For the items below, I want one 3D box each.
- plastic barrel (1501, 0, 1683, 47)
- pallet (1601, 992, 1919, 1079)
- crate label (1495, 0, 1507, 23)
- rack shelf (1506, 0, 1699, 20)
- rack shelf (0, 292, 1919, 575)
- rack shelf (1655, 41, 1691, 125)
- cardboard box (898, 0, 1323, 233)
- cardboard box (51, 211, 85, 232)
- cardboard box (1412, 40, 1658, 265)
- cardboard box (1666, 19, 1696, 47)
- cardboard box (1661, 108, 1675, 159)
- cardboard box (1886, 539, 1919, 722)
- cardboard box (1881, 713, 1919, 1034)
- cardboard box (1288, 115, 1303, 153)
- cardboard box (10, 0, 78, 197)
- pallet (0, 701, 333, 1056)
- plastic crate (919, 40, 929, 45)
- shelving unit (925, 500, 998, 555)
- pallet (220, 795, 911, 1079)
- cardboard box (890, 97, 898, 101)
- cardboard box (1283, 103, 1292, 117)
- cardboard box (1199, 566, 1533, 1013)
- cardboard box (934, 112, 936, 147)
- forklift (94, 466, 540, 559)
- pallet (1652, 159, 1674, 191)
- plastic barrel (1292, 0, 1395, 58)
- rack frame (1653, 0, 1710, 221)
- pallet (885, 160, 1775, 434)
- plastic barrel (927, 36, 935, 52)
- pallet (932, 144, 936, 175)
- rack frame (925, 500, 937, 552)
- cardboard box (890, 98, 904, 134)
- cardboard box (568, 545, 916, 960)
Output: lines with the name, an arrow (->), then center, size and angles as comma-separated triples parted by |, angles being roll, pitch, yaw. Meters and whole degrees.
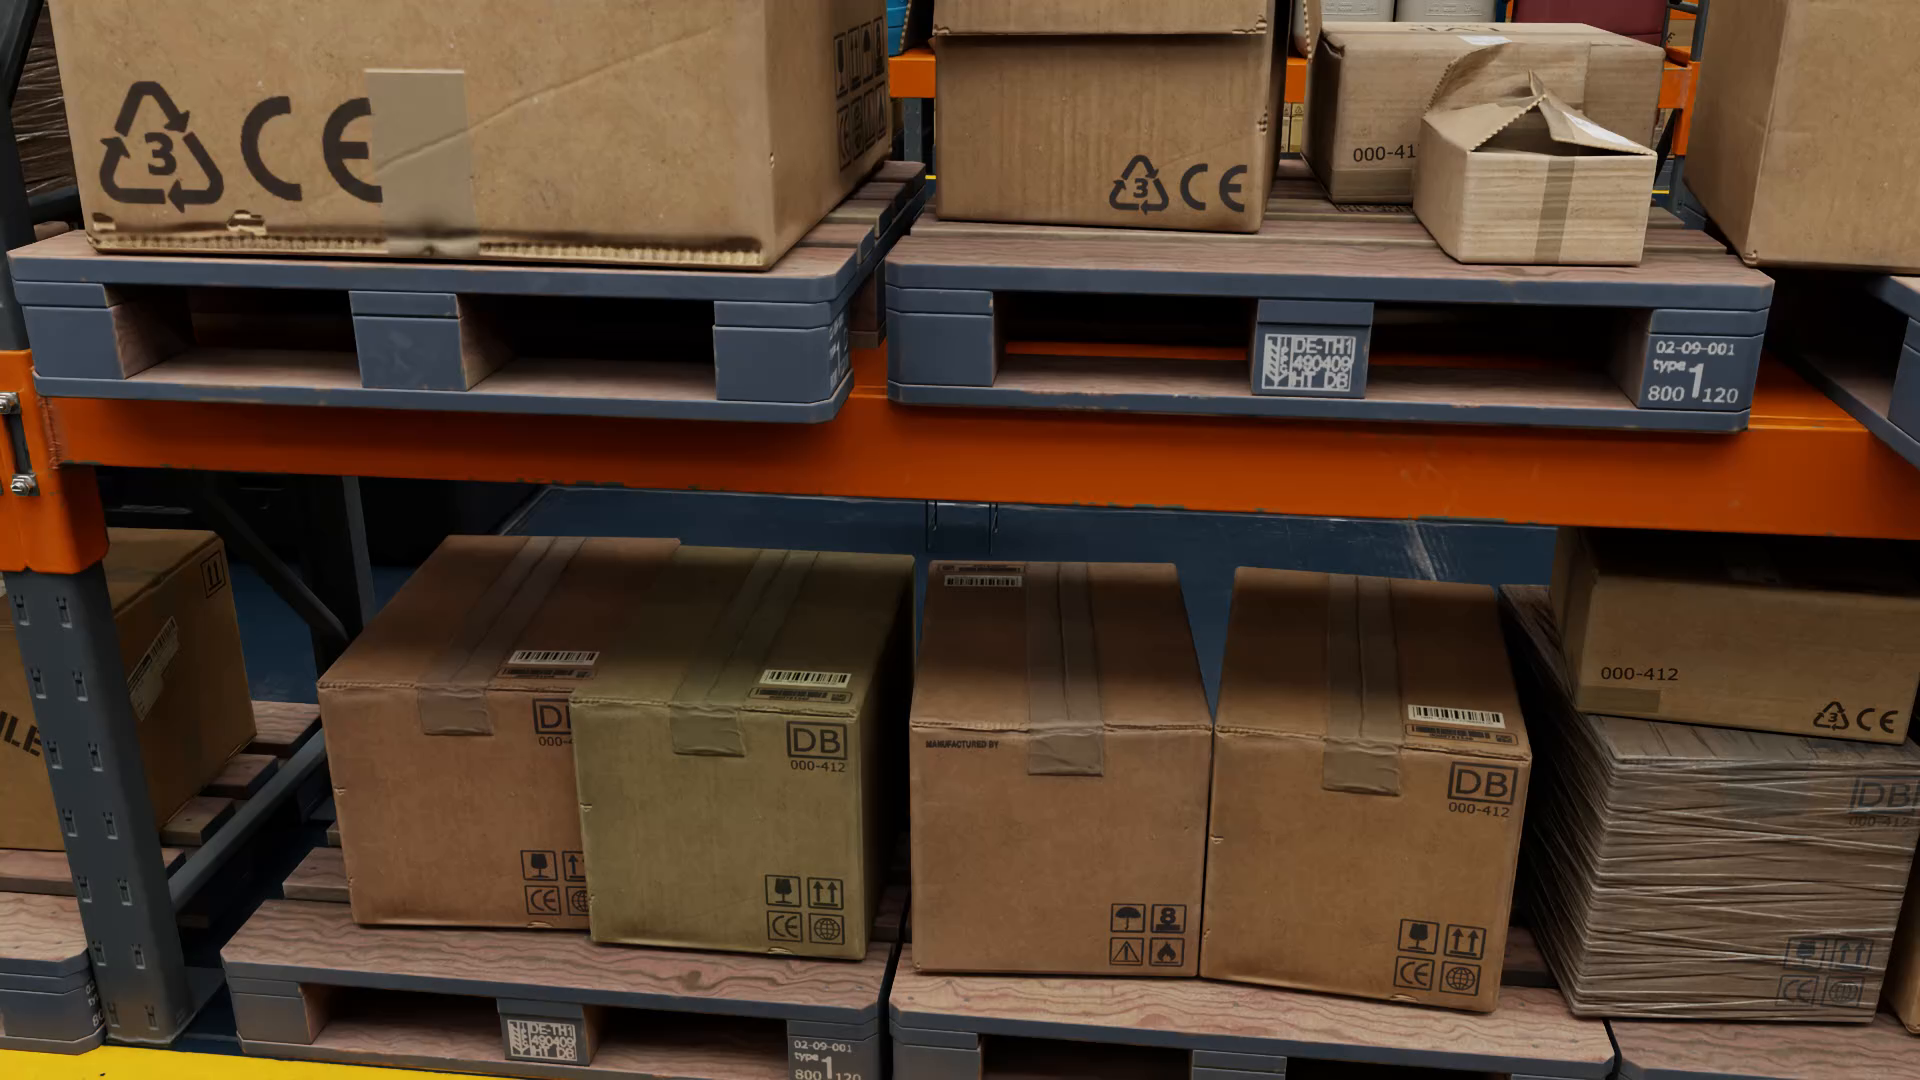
plastic barrel -> 2.601, -2.249, 6.864 | 0.708, 0.536, 0.600 | 2, 22, 6
pallet -> 1.739, 0.794, 3.143 | 1.213, 0.211, 1.003 | 2, 22, 6
crate label -> 2.143, -2.435, 7.470 | 0.616, 0.435, 0.502 | 2, 22, 6
rack shelf -> 5.670, -3.664, 11.605 | 4.000, 0.370, 1.077 | 2, 22, 6
rack shelf -> 0.529, -0.220, 2.895 | 4.000, 0.370, 1.077 | 2, 22, 6
rack shelf -> 5.084, -1.855, 7.031 | 4.000, 0.370, 1.077 | 2, 22, 6
cardboard box -> 0.275, -0.843, 2.781 | 0.637, 0.503, 0.797 | 5, 22, 12
cardboard box -> -1.636, -0.643, 3.329 | 0.250, 0.149, 0.380 | 2, 22, 6
cardboard box -> 0.827, -0.574, 2.424 | 0.258, 0.266, 0.396 | 2, 22, 5
cardboard box -> 6.692, -4.934, 16.193 | 0.750, 0.750, 0.750 | 3, 22, 8
cardboard box -> 5.121, -2.959, 11.645 | 0.500, 0.500, 0.500 | 2, 22, 6
cardboard box -> 1.846, 0.123, 2.830 | 0.500, 0.250, 0.500 | 3, 22, 8
cardboard box -> 1.847, 0.468, 2.977 | 0.500, 0.500, 0.700 | 1, 22, 3
cardboard box -> 2.621, -2.956, 12.006 | 0.500, 0.250, 0.500 | 2, 22, 6
cardboard box -> -1.897, -0.868, 3.015 | 0.500, 0.500, 0.875 | 2, 22, 6
pallet -> -2.129, 0.640, 3.535 | 1.213, 0.211, 1.003 | 2, 22, 6
plastic crate -> -0.358, -2.570, 7.774 | 0.583, 0.464, 0.402 | 2, 22, 6
shelving unit -> 0.008, -0.418, 5.273 | 0.210, 0.900, 0.258 | 2, 22, 6
pallet -> -0.684, 0.689, 3.410 | 1.213, 0.211, 1.003 | 2, 22, 6
cardboard box -> -0.712, -3.657, 12.760 | 0.500, 0.500, 0.500 | 2, 22, 6
cardboard box -> 2.117, -3.238, 11.956 | 0.500, 0.311, 0.500 | 2, 22, 6
cardboard box -> 0.731, 0.427, 3.082 | 0.500, 0.500, 0.700 | 4, 22, 11
cardboard box -> 0.083, -3.066, 12.285 | 0.500, 0.250, 0.500 | 2, 22, 5
forklift -> -2.960, -1.531, 5.325 | 3.031, 2.935, 1.130 | 3, 22, 7
pallet -> 4.421, -2.742, 12.088 | 1.213, 0.211, 1.003 | 2, 22, 6
plastic barrel -> 1.633, -2.313, 7.059 | 0.421, 0.512, 0.421 | 0, 22, 0
rack frame -> 3.098, -2.276, 7.118 | 0.127, 3.000, 1.000 | 2, 22, 6
pallet -> 0.544, -0.450, 2.758 | 1.213, 0.211, 1.003 | 2, 22, 6
plastic barrel -> 0.050, -2.391, 7.223 | 0.433, 0.535, 0.433 | 0, 22, 0
pallet -> 0.448, -2.943, 12.598 | 1.213, 0.211, 1.003 | 2, 22, 6
rack frame -> -0.093, -0.423, 5.285 | 0.006, 0.900, 0.240 | 2, 22, 6
cardboard box -> -0.713, -3.305, 12.889 | 0.500, 0.250, 0.500 | 2, 22, 6
cardboard box -> -0.379, 0.379, 3.204 | 0.500, 0.500, 0.700 | 2, 22, 6
